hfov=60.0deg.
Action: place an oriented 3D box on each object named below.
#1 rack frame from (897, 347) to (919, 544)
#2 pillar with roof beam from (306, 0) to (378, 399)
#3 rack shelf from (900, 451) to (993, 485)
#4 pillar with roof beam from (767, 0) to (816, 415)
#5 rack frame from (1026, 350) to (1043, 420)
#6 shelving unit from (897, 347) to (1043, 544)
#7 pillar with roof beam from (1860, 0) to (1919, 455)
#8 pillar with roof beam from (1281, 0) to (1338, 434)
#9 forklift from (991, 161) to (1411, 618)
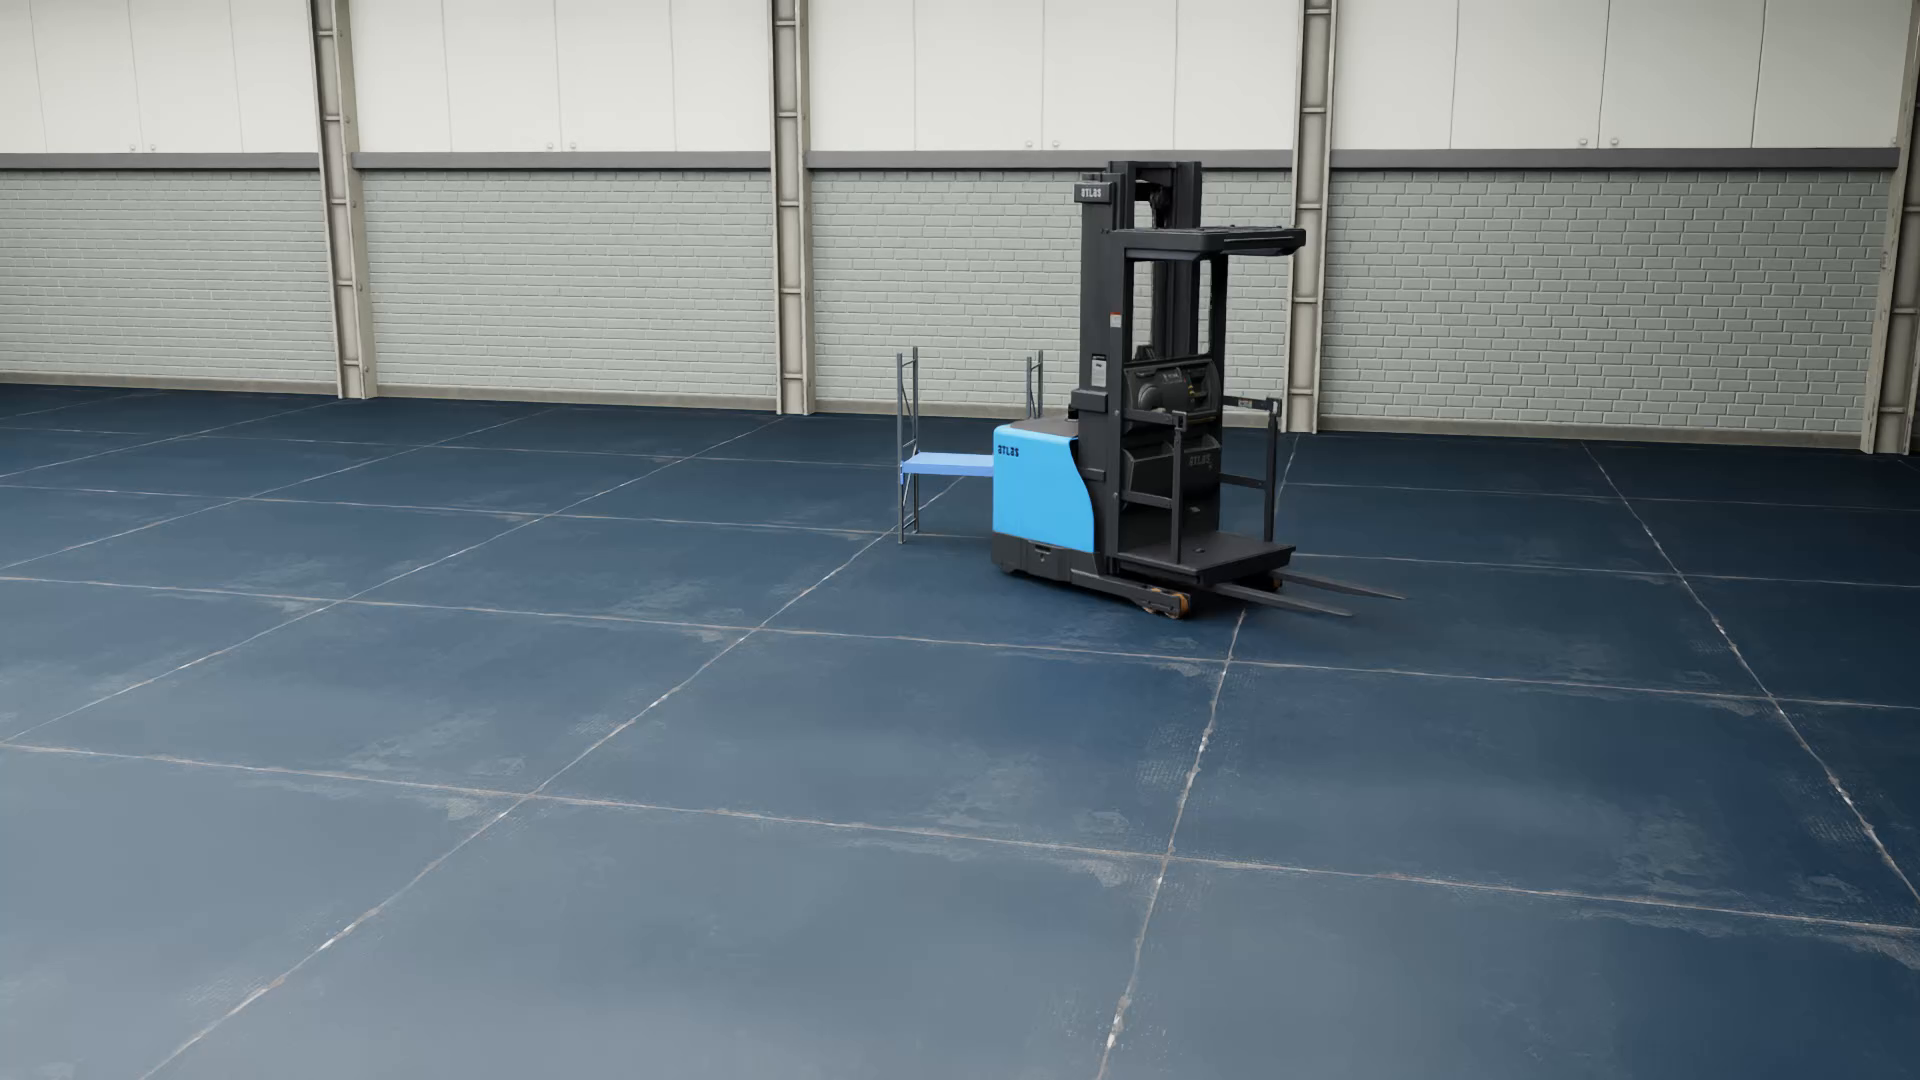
[{"bbox_3d":[-0.411,-0.754,13.170,0.032,1.500,0.500,3,13,14],"label":"rack frame"},{"bbox_3d":[-8.844,-5.344,16.545,0.400,9.000,9.100,3,13,14],"label":"pillar with roof beam"},{"bbox_3d":[0.083,-0.552,13.090,1.000,0.185,0.538,3,13,14],"label":"rack shelf"},{"bbox_3d":[-3.019,-5.033,15.142,0.400,9.000,9.100,3,13,14],"label":"pillar with roof beam"},{"bbox_3d":[0.576,-0.701,12.932,0.032,1.500,0.500,3,13,14],"label":"rack frame"},{"bbox_3d":[0.083,-0.728,13.051,1.048,1.500,0.538,3,13,14],"label":"shelving unit"},{"bbox_3d":[8.631,-4.410,12.335,0.400,9.000,9.100,3,13,14],"label":"pillar with roof beam"},{"bbox_3d":[2.806,-4.721,13.739,0.400,9.000,9.100,3,13,14],"label":"pillar with roof beam"},{"bbox_3d":[1.593,-1.040,11.157,1.130,2.935,3.031,-11,17,-41],"label":"forklift"}]
